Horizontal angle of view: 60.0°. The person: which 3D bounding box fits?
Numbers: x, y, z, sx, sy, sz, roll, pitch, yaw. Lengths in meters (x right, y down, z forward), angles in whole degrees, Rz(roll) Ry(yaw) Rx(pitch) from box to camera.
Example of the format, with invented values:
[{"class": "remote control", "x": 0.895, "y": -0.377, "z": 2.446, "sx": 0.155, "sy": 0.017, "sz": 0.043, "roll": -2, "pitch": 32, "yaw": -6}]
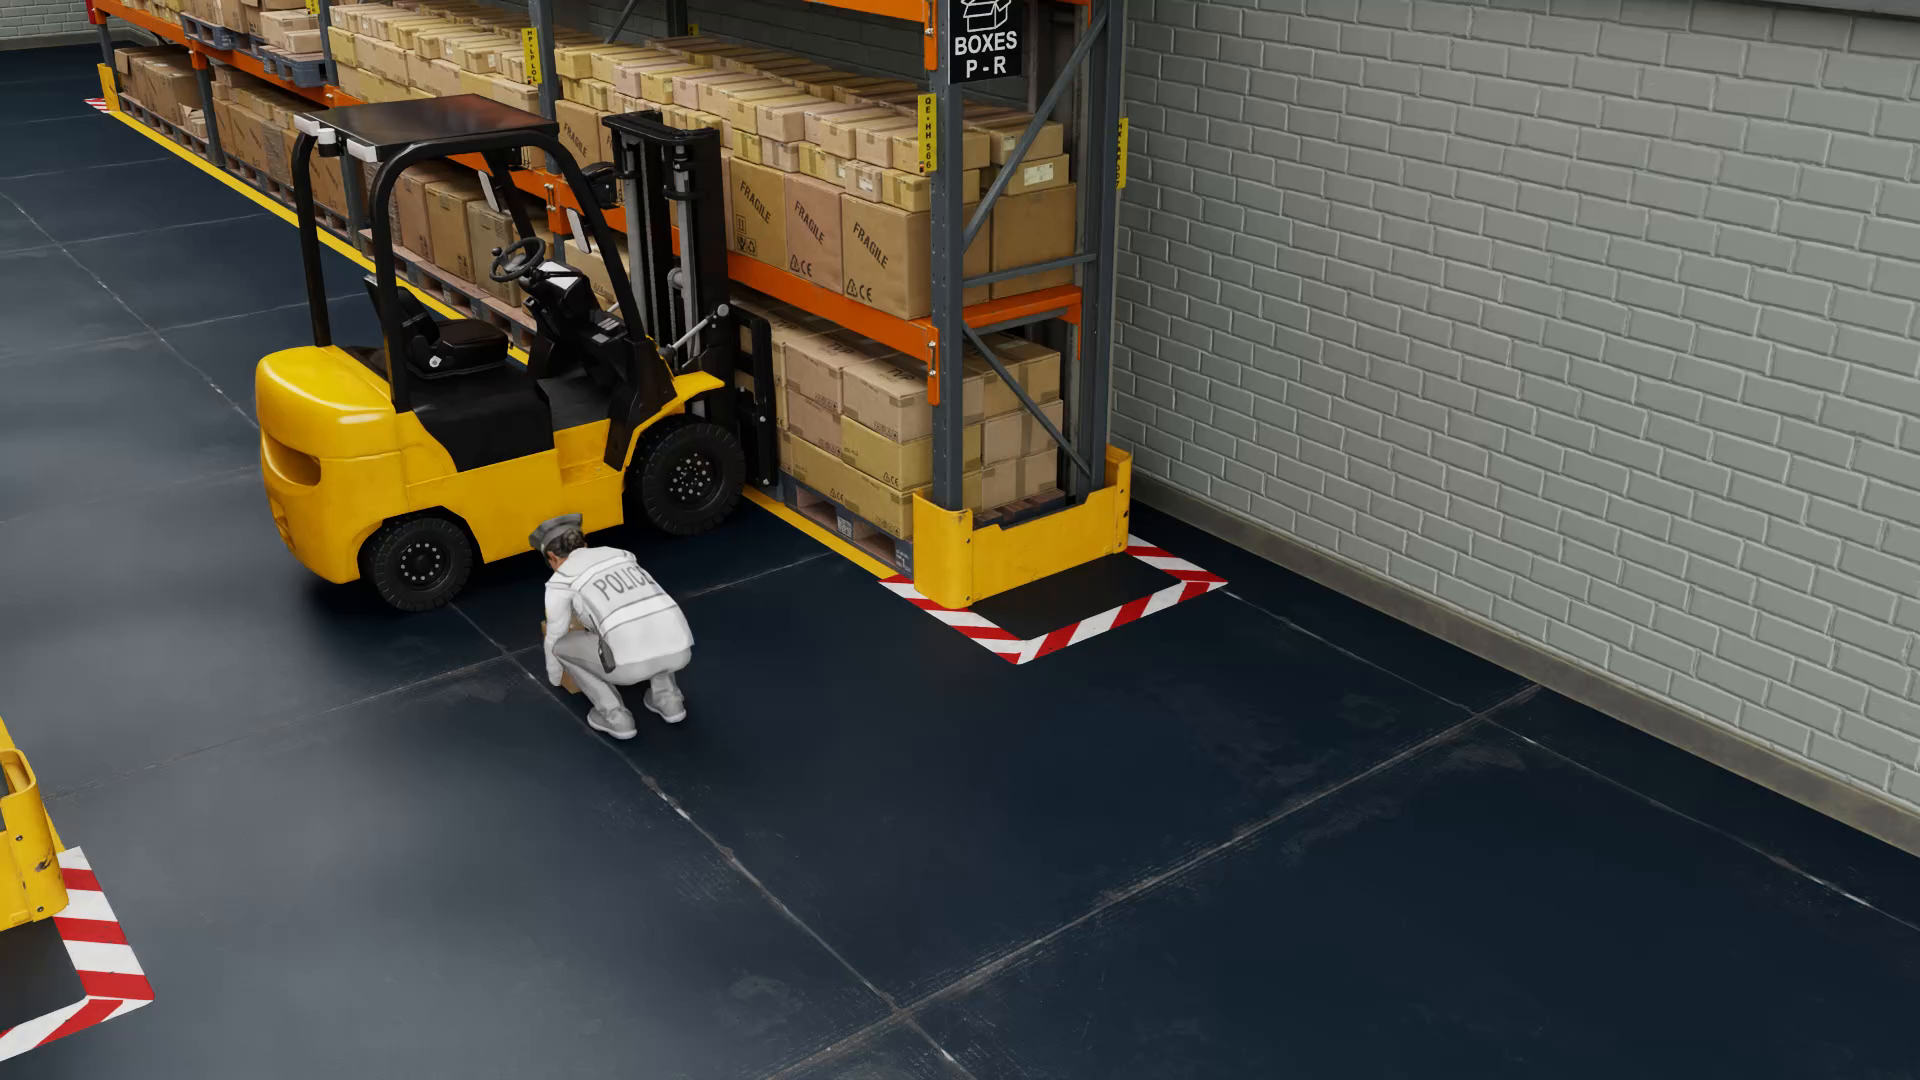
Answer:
[{"class": "person", "x": -1.370, "y": -0.026, "z": 6.637, "sx": 0.458, "sy": 1.686, "sz": 0.558, "roll": -17, "pitch": 30, "yaw": -32}]
